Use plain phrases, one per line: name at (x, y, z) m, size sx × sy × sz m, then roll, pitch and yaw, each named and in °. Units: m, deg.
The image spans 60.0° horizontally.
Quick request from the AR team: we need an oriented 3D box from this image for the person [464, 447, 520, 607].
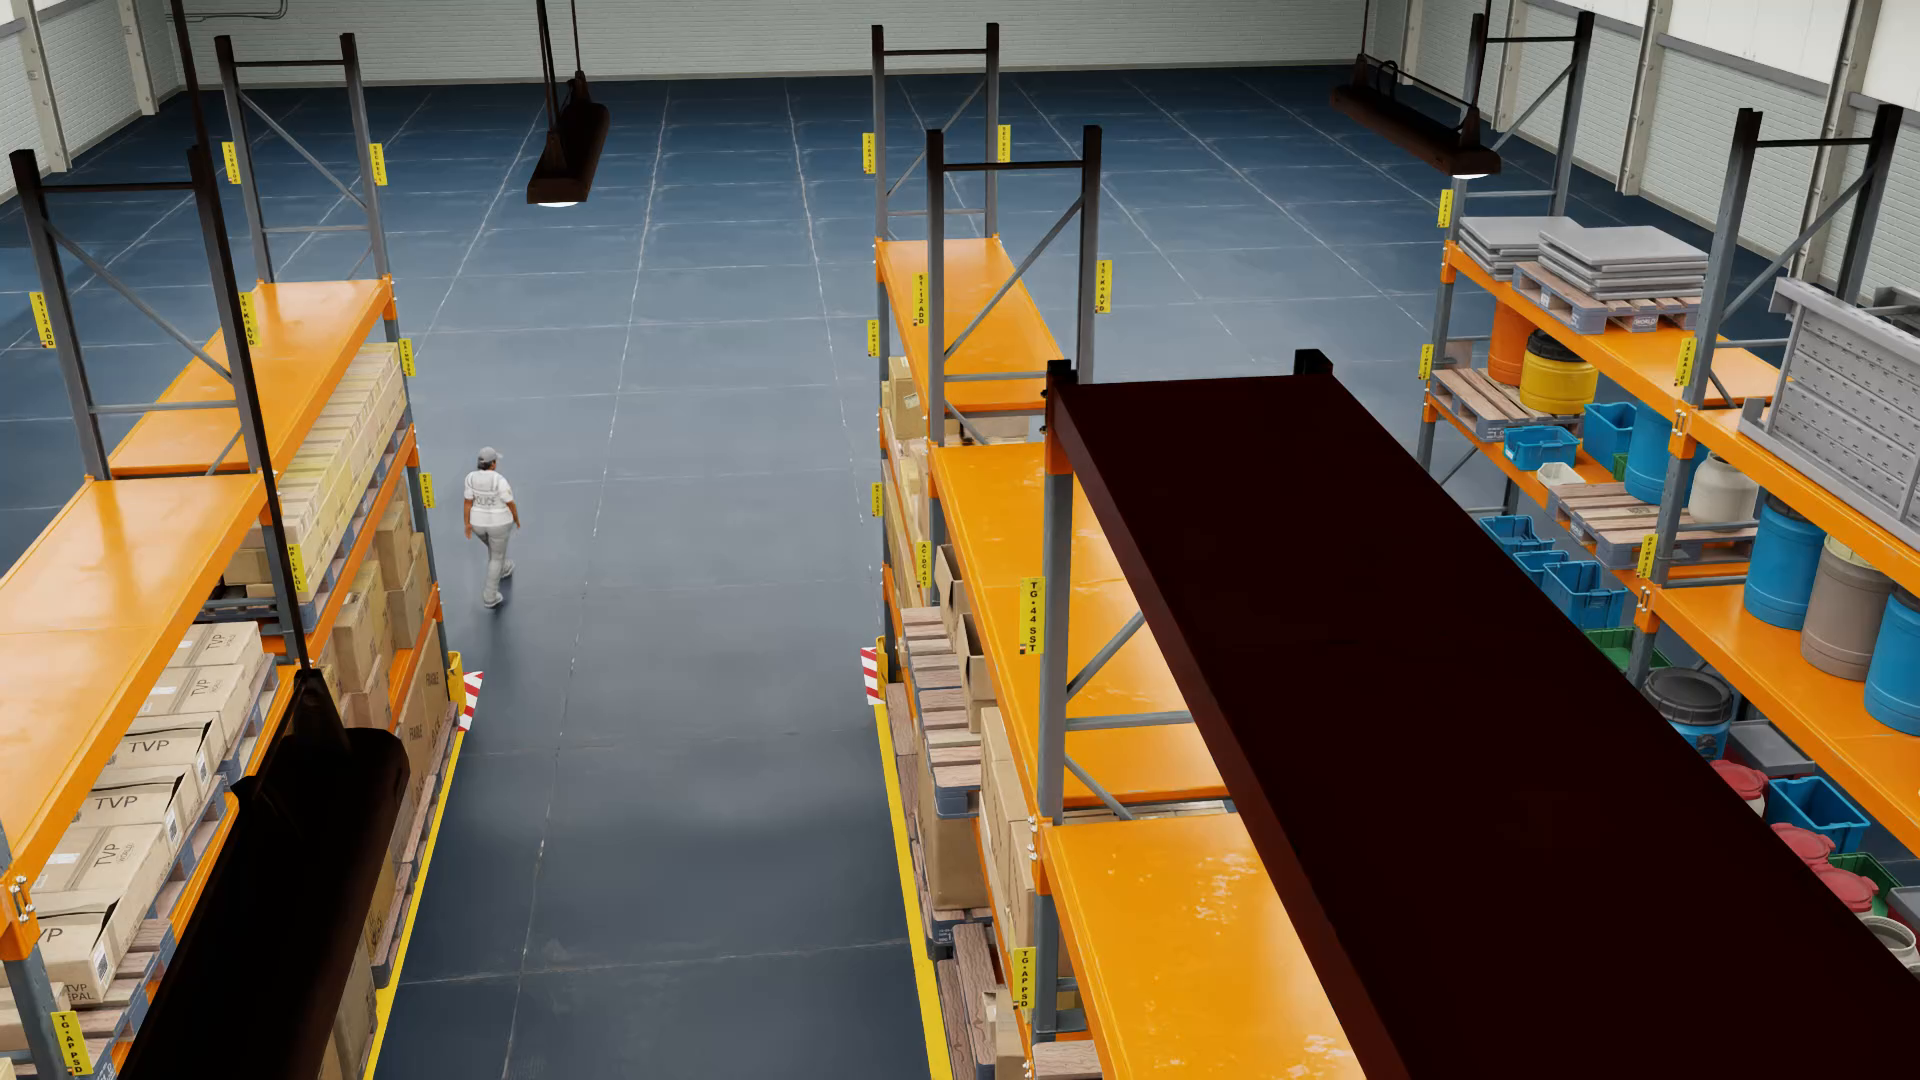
person at (-4.743, -0.220, 17.033) m, size 0.552 × 1.620 × 0.927 m, roll 9°, pitch 27°, yaw 18°
